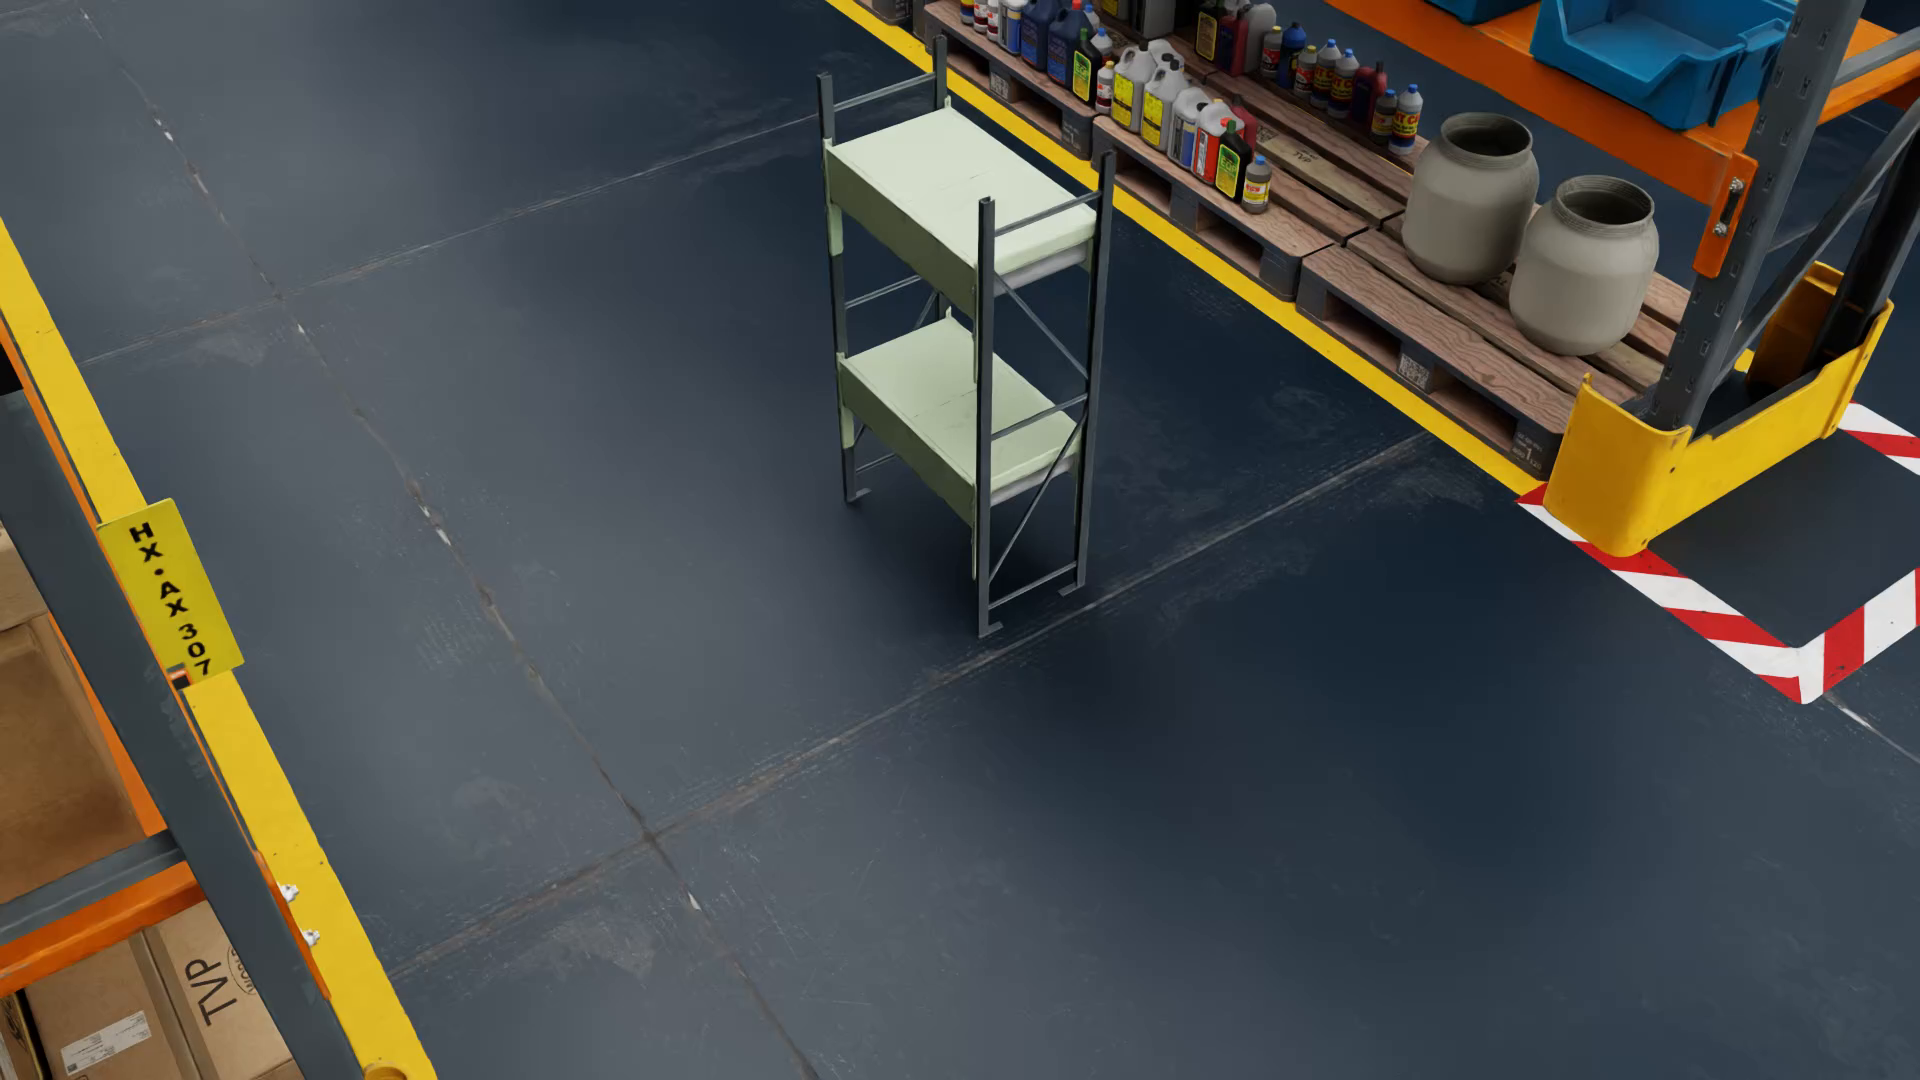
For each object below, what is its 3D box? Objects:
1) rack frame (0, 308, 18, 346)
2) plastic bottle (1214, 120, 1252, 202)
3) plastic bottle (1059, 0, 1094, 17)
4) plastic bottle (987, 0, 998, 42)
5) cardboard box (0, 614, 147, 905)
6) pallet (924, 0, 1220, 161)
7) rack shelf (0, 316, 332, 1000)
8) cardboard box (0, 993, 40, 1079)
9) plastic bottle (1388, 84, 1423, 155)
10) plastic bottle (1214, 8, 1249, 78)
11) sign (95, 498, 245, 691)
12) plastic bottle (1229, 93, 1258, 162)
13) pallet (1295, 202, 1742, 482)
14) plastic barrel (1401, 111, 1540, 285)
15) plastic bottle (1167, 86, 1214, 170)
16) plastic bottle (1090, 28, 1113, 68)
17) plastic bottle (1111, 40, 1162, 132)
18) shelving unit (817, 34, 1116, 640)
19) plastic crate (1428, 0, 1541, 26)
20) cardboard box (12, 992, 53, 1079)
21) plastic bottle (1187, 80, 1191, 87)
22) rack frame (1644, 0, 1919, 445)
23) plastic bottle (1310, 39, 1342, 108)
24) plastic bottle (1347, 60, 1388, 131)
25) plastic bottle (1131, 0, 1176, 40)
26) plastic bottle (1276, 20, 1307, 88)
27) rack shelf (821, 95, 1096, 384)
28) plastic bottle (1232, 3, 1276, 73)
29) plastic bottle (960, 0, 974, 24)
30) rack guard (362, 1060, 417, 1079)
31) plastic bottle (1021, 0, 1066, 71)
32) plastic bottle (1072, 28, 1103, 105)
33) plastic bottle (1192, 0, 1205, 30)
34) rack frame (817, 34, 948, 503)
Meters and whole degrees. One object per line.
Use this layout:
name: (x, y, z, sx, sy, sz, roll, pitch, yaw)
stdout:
rack frame: (-3.838, -1.627, 4.782, 1.000, 3.000, 0.127, -26, 49, -24)
plastic bottle: (1.023, -1.418, 6.212, 0.061, 0.283, 0.133, -25, 49, -24)
plastic bottle: (0.467, -2.218, 7.001, 0.144, 0.351, 0.185, -26, 49, -24)
plastic bottle: (0.166, -2.260, 7.152, 0.097, 0.201, 0.097, 0, 44, 0)
cardboard box: (-1.806, 0.333, 2.656, 0.700, 0.500, 0.500, -26, 49, -24)
pallet: (0.577, -2.176, 7.376, 1.003, 0.211, 1.213, -26, 49, -24)
rack shelf: (-2.694, -0.234, 3.844, 1.077, 0.370, 4.000, -26, 49, -24)
cardboard box: (-2.101, 1.024, 3.149, 0.500, 0.500, 0.500, -26, 49, -24)
plastic bottle: (1.734, -1.638, 6.451, 0.097, 0.271, 0.097, 0, 44, 0)
plastic bottle: (1.129, -2.079, 6.905, 0.061, 0.283, 0.133, -26, 49, -24)
sign: (-1.091, 0.081, 2.309, 0.100, 0.325, 0.005, -26, 49, -24)
plastic bottle: (1.070, -1.555, 6.356, 0.061, 0.283, 0.133, -26, 49, -24)
pallet: (1.973, -0.794, 5.929, 1.003, 0.211, 1.213, -26, 49, -24)
plastic barrel: (1.789, -1.194, 5.826, 0.421, 0.512, 0.421, 0, 44, 0)
plastic bottle: (0.904, -1.589, 6.396, 0.152, 0.276, 0.135, -27, 50, -25)
plastic bottle: (0.571, -1.957, 6.785, 0.097, 0.271, 0.097, 0, 44, 0)
plastic bottle: (0.699, -1.814, 6.577, 0.144, 0.351, 0.185, -26, 49, -25)
shelving unit: (0.004, -0.539, 4.728, 0.431, 1.500, 0.755, -26, 49, -24)
plastic crate: (1.617, -1.797, 5.068, 0.499, 0.251, 0.408, -26, 49, -24)
cardboard box: (-2.099, 1.294, 3.409, 0.500, 0.250, 0.500, -26, 49, -24)
plastic bottle: (0.880, -1.727, 6.594, 0.097, 0.201, 0.097, 0, 44, 0)
rack frame: (2.515, -1.316, 4.456, 1.000, 3.000, 0.127, -26, 49, -24)
plastic bottle: (1.480, -1.889, 6.714, 0.097, 0.271, 0.097, 0, 44, 0)
plastic bottle: (1.619, -1.778, 6.589, 0.061, 0.283, 0.133, -25, 49, -24)
plastic bottle: (0.834, -2.323, 7.165, 0.152, 0.276, 0.135, -26, 49, -24)
plastic bottle: (1.364, -2.004, 6.834, 0.097, 0.271, 0.097, 0, 44, 0)
rack shelf: (0.004, -0.821, 4.459, 0.431, 0.370, 0.720, -26, 49, -24)
plastic bottle: (1.216, -2.119, 6.951, 0.152, 0.276, 0.135, -25, 49, -24)
plastic bottle: (0.050, -2.400, 7.249, 0.097, 0.271, 0.097, 0, 44, 0)
rack guard: (-1.536, 1.556, 3.258, 1.175, 0.500, 0.348, -26, 49, -24)
plastic bottle: (0.348, -2.161, 6.941, 0.144, 0.351, 0.185, -24, 49, -23)
plastic bottle: (0.517, -1.920, 6.737, 0.061, 0.283, 0.133, -24, 48, -23)
plastic bottle: (1.069, -2.323, 7.159, 0.061, 0.283, 0.133, -23, 48, -22)
rack frame: (-0.206, -0.746, 4.945, 0.400, 1.500, 0.023, -26, 49, -24)
